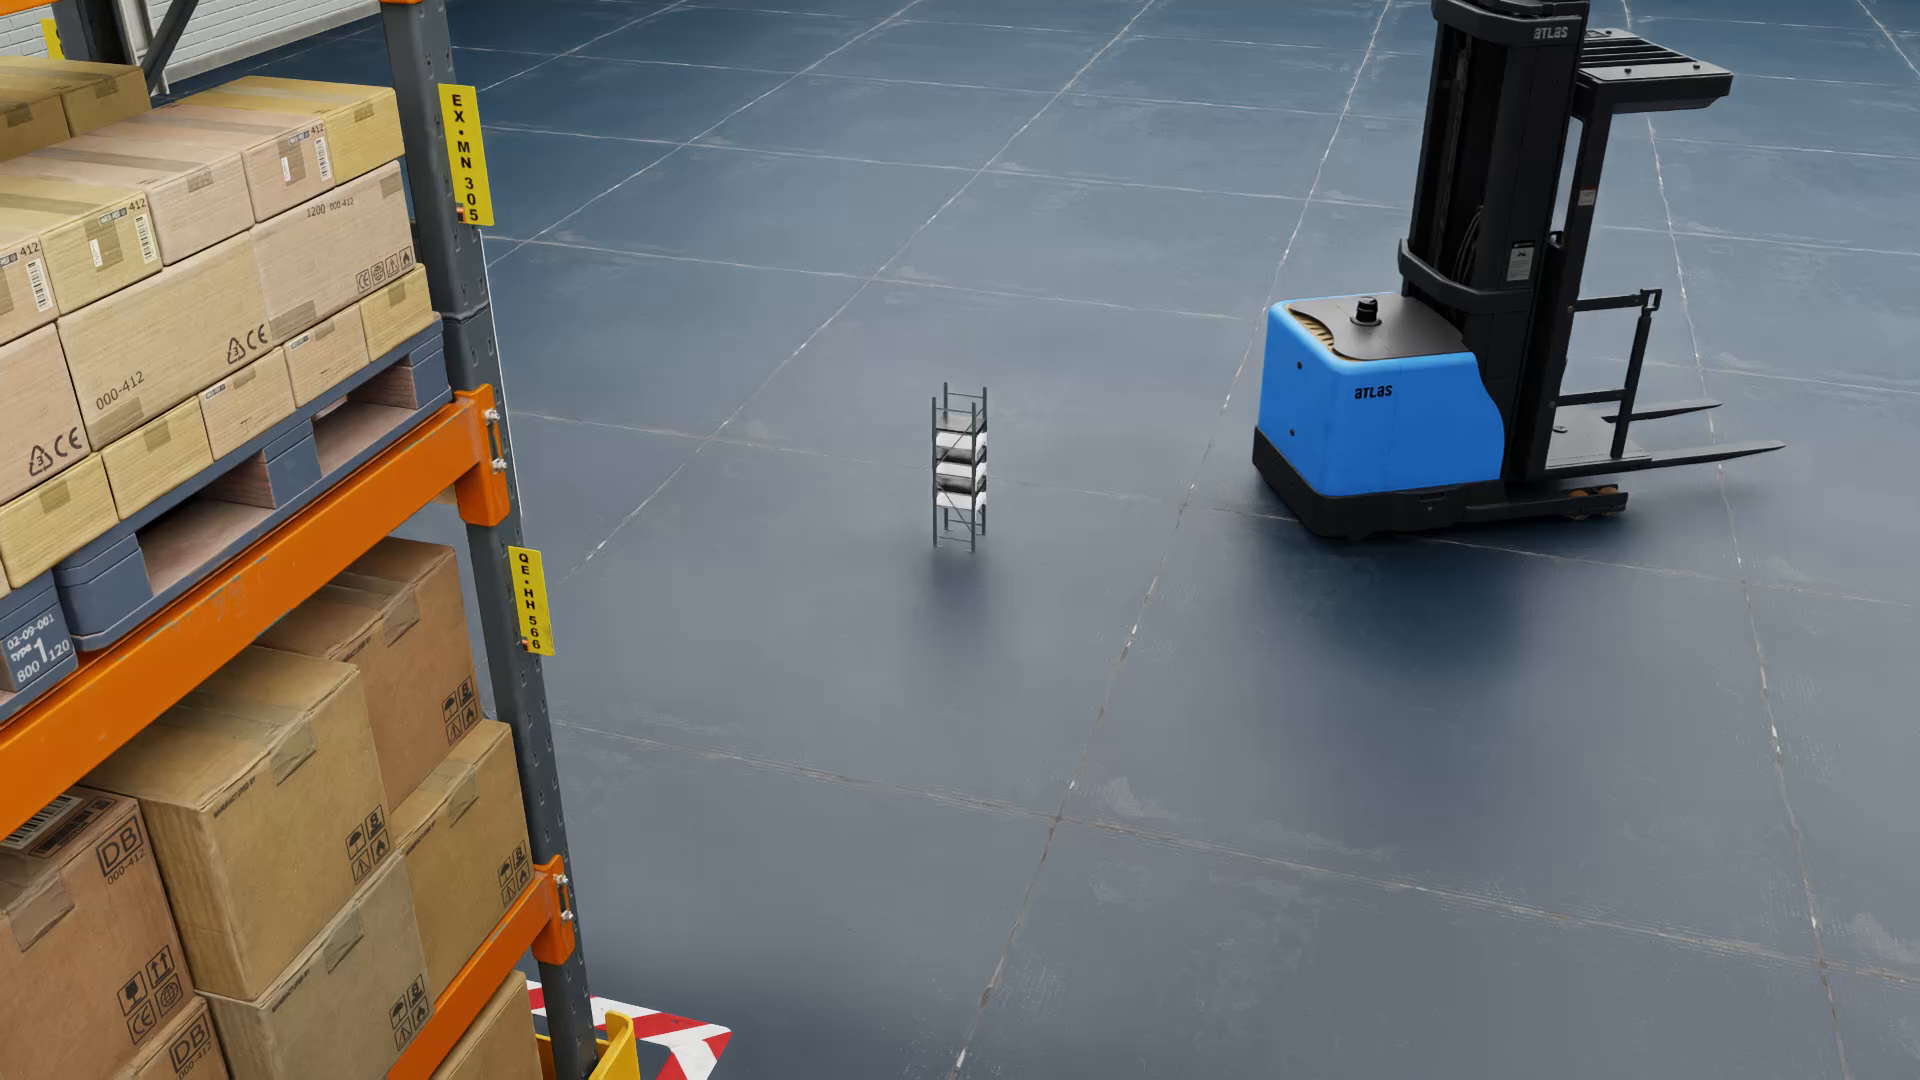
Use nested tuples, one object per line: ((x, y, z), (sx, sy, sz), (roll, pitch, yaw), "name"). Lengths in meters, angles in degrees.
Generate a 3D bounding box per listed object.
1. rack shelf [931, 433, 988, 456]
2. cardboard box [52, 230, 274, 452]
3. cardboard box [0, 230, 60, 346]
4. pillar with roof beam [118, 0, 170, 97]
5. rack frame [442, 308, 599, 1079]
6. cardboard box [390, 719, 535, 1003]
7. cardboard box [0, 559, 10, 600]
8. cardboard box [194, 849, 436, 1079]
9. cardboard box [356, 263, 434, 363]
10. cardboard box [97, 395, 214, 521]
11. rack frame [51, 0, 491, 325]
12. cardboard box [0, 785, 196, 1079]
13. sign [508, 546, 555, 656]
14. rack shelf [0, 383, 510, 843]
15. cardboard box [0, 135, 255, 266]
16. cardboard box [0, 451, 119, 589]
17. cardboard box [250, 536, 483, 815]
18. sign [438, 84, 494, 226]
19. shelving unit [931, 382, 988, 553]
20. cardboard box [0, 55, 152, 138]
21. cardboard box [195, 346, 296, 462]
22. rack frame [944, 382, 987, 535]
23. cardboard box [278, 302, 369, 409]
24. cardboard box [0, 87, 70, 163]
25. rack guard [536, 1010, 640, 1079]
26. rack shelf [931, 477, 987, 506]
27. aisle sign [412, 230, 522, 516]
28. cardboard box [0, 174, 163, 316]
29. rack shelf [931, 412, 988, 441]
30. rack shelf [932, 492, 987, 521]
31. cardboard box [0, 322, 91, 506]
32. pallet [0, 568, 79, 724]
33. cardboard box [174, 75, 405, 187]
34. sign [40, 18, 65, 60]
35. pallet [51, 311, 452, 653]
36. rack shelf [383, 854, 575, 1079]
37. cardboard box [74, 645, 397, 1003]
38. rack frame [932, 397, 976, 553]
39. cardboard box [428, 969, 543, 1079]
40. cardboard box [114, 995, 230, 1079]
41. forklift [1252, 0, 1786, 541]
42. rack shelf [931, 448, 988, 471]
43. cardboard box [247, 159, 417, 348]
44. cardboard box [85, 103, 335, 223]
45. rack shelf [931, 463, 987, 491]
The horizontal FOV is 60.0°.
((-0.002, -0.518, 8.953), (0.258, 0.077, 0.200), (8, 30, 15), "rack shelf")
((-1.683, -0.412, 3.133), (0.500, 0.250, 0.500), (9, 30, 15), "cardboard box")
((-1.733, -0.410, 2.719), (0.380, 0.149, 0.250), (9, 30, 15), "cardboard box")
((-4.595, -8.064, 14.490), (9.100, 9.000, 0.400), (8, 30, 15), "pillar with roof beam")
((-1.659, 0.691, 4.923), (1.000, 3.000, 0.127), (8, 30, 15), "rack frame")
((-1.725, 0.804, 4.565), (0.875, 0.550, 0.550), (8, 30, 15), "cardboard box")
((-1.806, 0.056, 2.703), (0.380, 0.149, 0.250), (9, 30, 15), "cardboard box")
((-1.865, 1.063, 4.100), (0.875, 0.550, 0.550), (8, 30, 15), "cardboard box")
((-1.433, -0.535, 3.764), (0.380, 0.149, 0.250), (8, 30, 15), "cardboard box")
((-1.657, -0.181, 3.128), (0.380, 0.149, 0.250), (9, 30, 15), "cardboard box")
((-1.659, -1.931, 3.465), (1.000, 3.000, 0.127), (8, 30, 15), "rack frame")
((-2.173, 0.830, 3.408), (0.875, 0.550, 0.550), (8, 30, 15), "cardboard box")
((-1.145, 0.165, 4.433), (0.100, 0.325, 0.005), (8, 30, 15), "sign")
((-2.246, 0.624, 2.698), (1.077, 0.370, 4.000), (8, 30, 15), "rack shelf")
((-1.584, -0.646, 3.144), (0.380, 0.149, 0.250), (9, 30, 16), "cardboard box")
((-1.732, -0.062, 2.913), (0.380, 0.149, 0.250), (8, 30, 14), "cardboard box")
((-1.805, 0.320, 4.324), (0.875, 0.550, 0.550), (8, 30, 15), "cardboard box")
((-1.145, -0.889, 3.847), (0.100, 0.325, 0.005), (8, 30, 15), "sign")
((-0.002, -0.389, 9.024), (0.258, 0.900, 0.210), (8, 30, 15), "shelving unit")
((-2.061, -0.976, 3.738), (0.380, 0.149, 0.250), (9, 30, 15), "cardboard box")
((-1.582, -0.298, 3.339), (0.380, 0.149, 0.250), (9, 30, 16), "cardboard box")
((0.027, -0.437, 9.109), (0.240, 0.900, 0.006), (8, 30, 15), "rack frame")
((-1.508, -0.418, 3.554), (0.380, 0.149, 0.250), (9, 30, 15), "cardboard box")
((-2.136, -0.860, 3.528), (0.380, 0.149, 0.250), (9, 30, 15), "cardboard box")
((-1.652, 1.772, 5.551), (1.175, 0.500, 0.348), (8, 30, 15), "rack guard")
((-0.002, -0.282, 9.084), (0.258, 0.077, 0.200), (8, 30, 15), "rack shelf")
((-1.352, -0.436, 4.273), (0.394, 0.787, 0.004), (8, 30, 15), "aisle sign")
((-1.658, -0.526, 2.927), (0.380, 0.149, 0.250), (9, 30, 16), "cardboard box")
((-0.002, -0.596, 8.909), (0.258, 0.077, 0.200), (8, 30, 15), "rack shelf")
((-0.002, -0.203, 9.128), (0.258, 0.077, 0.200), (8, 30, 15), "rack shelf")
((-1.832, -0.179, 2.714), (0.500, 0.250, 0.500), (8, 30, 15), "cardboard box")
((-2.223, 0.334, 2.571), (1.003, 0.211, 1.213), (8, 30, 15), "pallet")
((-1.434, -0.881, 3.566), (0.380, 0.149, 0.250), (9, 30, 15), "cardboard box")
((-2.188, -1.119, 4.110), (0.100, 0.325, 0.005), (8, 30, 15), "sign")
((-1.867, -0.235, 3.593), (1.003, 0.211, 1.213), (8, 30, 15), "pallet")
((-2.246, 1.934, 3.427), (1.077, 0.370, 4.000), (8, 30, 15), "rack shelf")
((-1.878, 0.589, 3.841), (0.875, 0.550, 0.550), (8, 30, 15), "cardboard box")
((-0.032, -0.342, 8.940), (0.240, 0.900, 0.006), (8, 30, 15), "rack frame")
((-1.795, 1.760, 4.754), (0.875, 0.875, 0.875), (9, 30, 15), "cardboard box")
((-2.150, 1.305, 3.664), (0.875, 0.550, 0.550), (8, 30, 15), "cardboard box")
((3.317, -1.637, 9.178), (3.031, 2.935, 1.130), (-6, 30, -11), "forklift")
((-0.002, -0.439, 8.997), (0.258, 0.077, 0.200), (8, 30, 15), "rack shelf")
((-1.536, -0.645, 3.551), (0.500, 0.250, 0.500), (9, 30, 16), "cardboard box")
((-1.508, -0.765, 3.358), (0.380, 0.149, 0.250), (9, 30, 15), "cardboard box")
((-0.002, -0.360, 9.041), (0.258, 0.077, 0.200), (8, 30, 15), "rack shelf")
